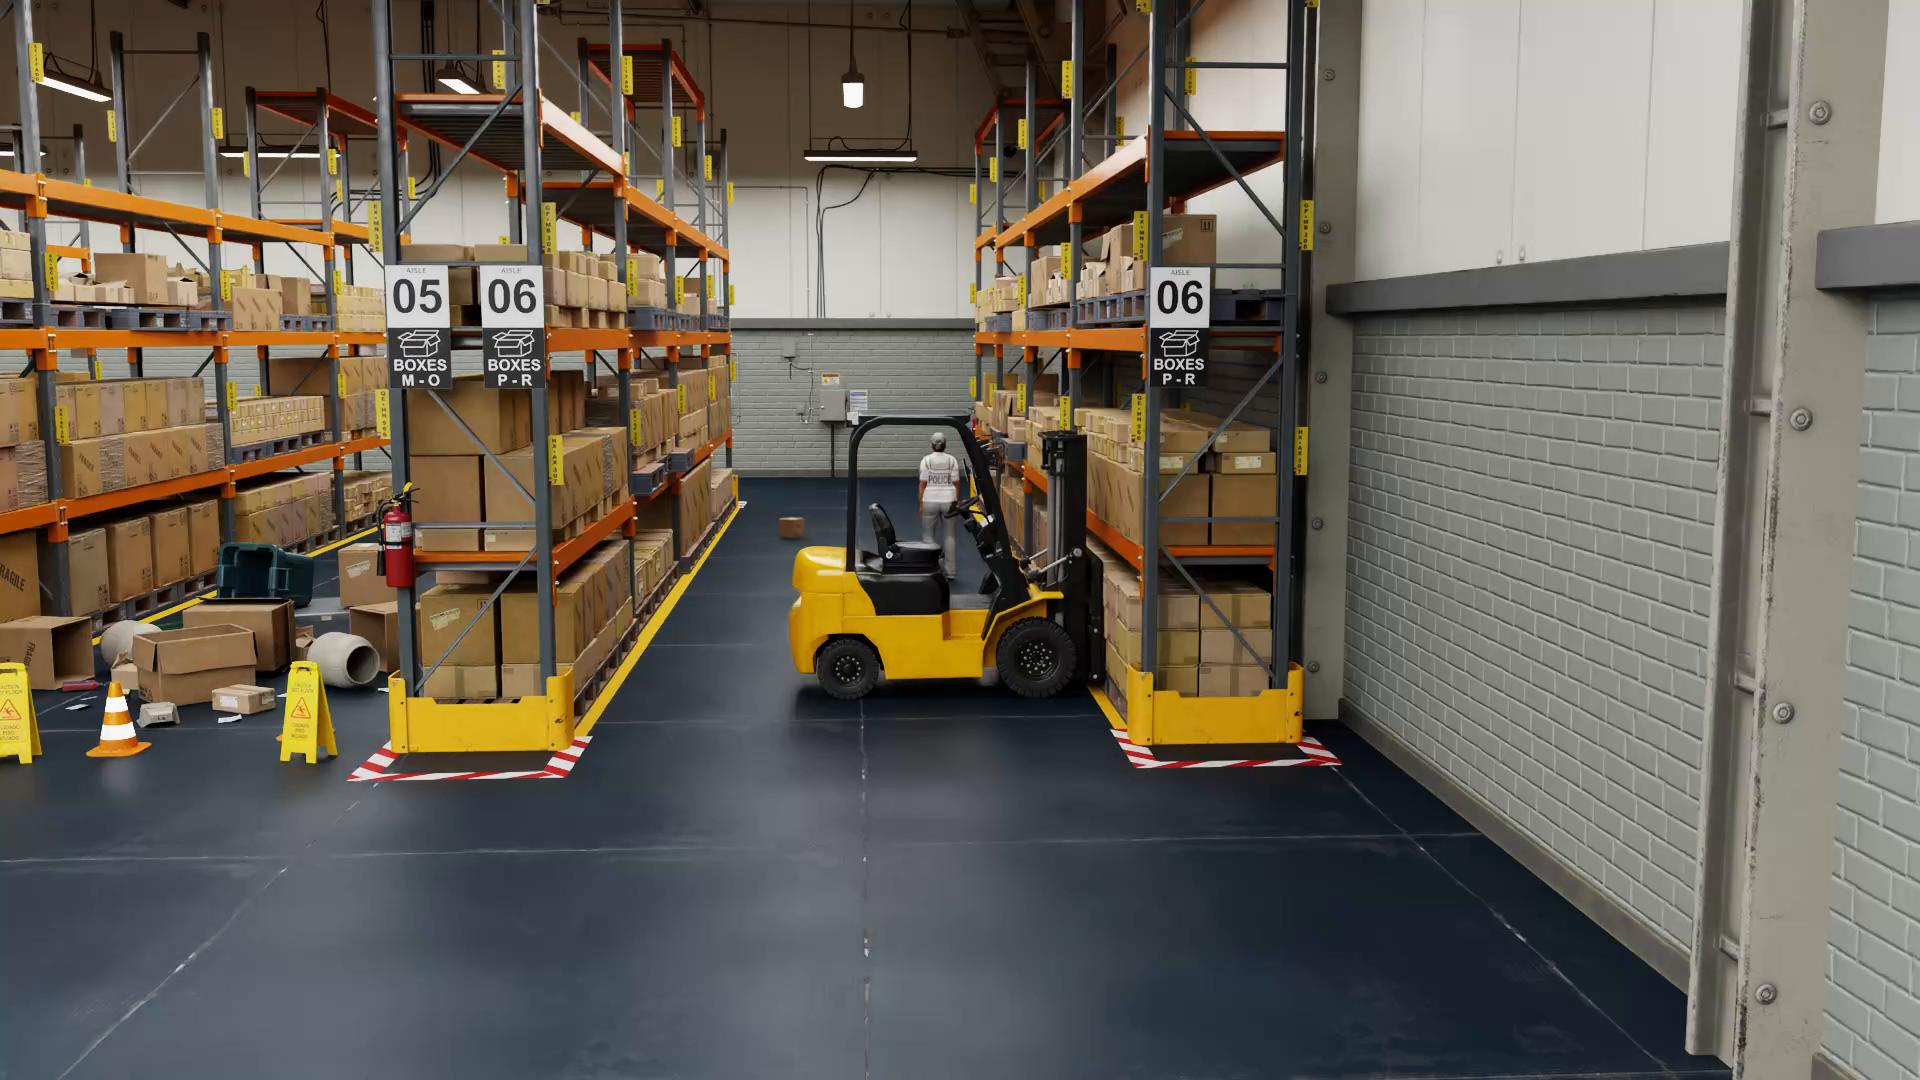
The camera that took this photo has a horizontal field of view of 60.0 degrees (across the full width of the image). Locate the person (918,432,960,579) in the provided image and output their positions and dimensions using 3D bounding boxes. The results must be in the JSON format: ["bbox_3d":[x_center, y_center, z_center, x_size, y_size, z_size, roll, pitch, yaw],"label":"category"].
[{"bbox_3d":[-0.241,-0.383,18.780,0.472,1.667,0.383,-1,7,-11],"label":"person"}]
